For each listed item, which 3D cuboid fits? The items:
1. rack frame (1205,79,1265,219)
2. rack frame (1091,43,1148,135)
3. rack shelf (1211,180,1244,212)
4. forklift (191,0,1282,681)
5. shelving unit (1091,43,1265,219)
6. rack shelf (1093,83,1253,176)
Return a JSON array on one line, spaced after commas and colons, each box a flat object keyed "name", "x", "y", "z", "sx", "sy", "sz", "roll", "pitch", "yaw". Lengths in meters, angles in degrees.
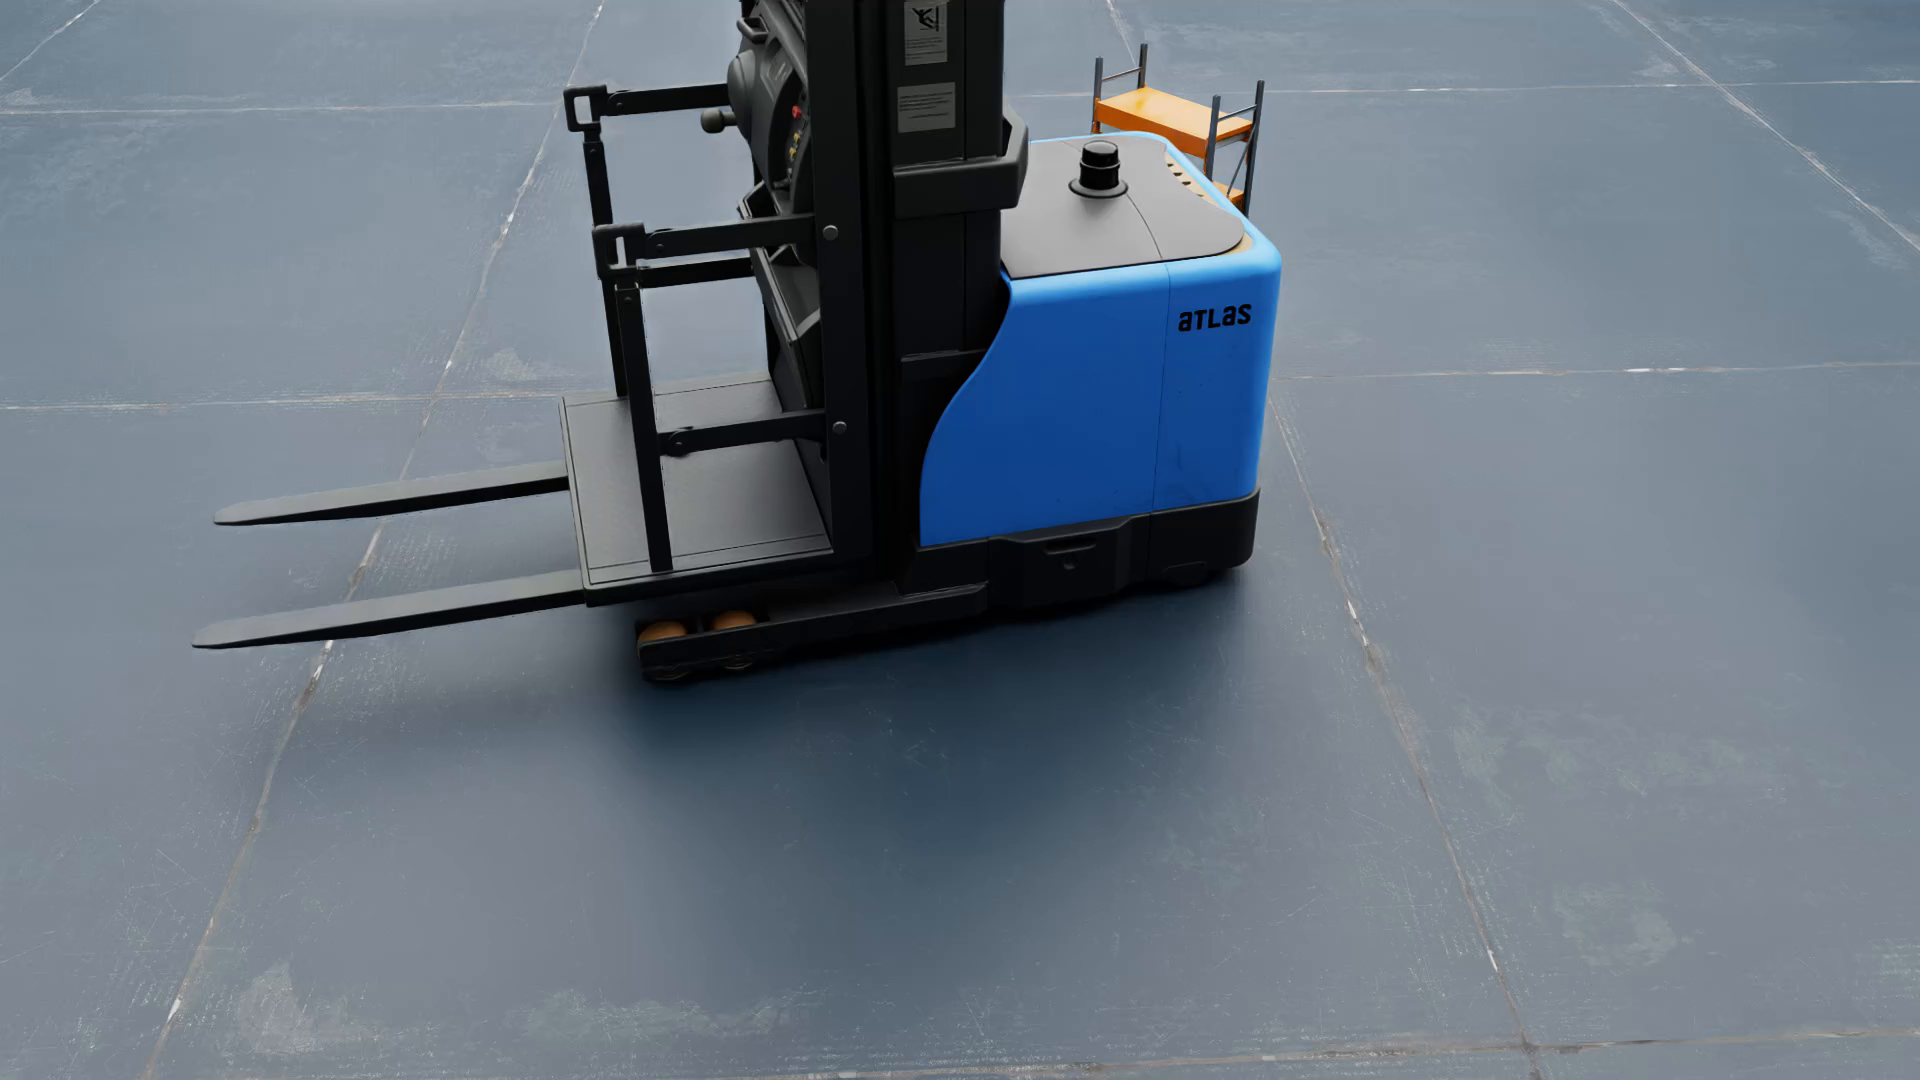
[{"name": "rack frame", "x": 0.856, "y": -0.906, "z": 5.498, "sx": 0.240, "sy": 1.200, "sz": 0.015, "roll": -27, "pitch": 43, "yaw": -35}, {"name": "rack frame", "x": 0.520, "y": -1.108, "z": 5.790, "sx": 0.240, "sy": 1.200, "sz": 0.015, "roll": -27, "pitch": 43, "yaw": -35}, {"name": "rack shelf", "x": 0.691, "y": -1.137, "z": 5.557, "sx": 0.258, "sy": 0.148, "sz": 0.480, "roll": -27, "pitch": 43, "yaw": -35}, {"name": "forklift", "x": -0.680, "y": -1.144, "z": 4.327, "sx": 3.031, "sy": 2.935, "sz": 1.130, "roll": -9, "pitch": 36, "yaw": -12}, {"name": "shelving unit", "x": 0.688, "y": -1.007, "z": 5.644, "sx": 0.258, "sy": 1.200, "sz": 0.503, "roll": -27, "pitch": 43, "yaw": -35}, {"name": "rack shelf", "x": 0.696, "y": -1.334, "z": 5.426, "sx": 0.258, "sy": 0.148, "sz": 0.480, "roll": -27, "pitch": 43, "yaw": -35}]
